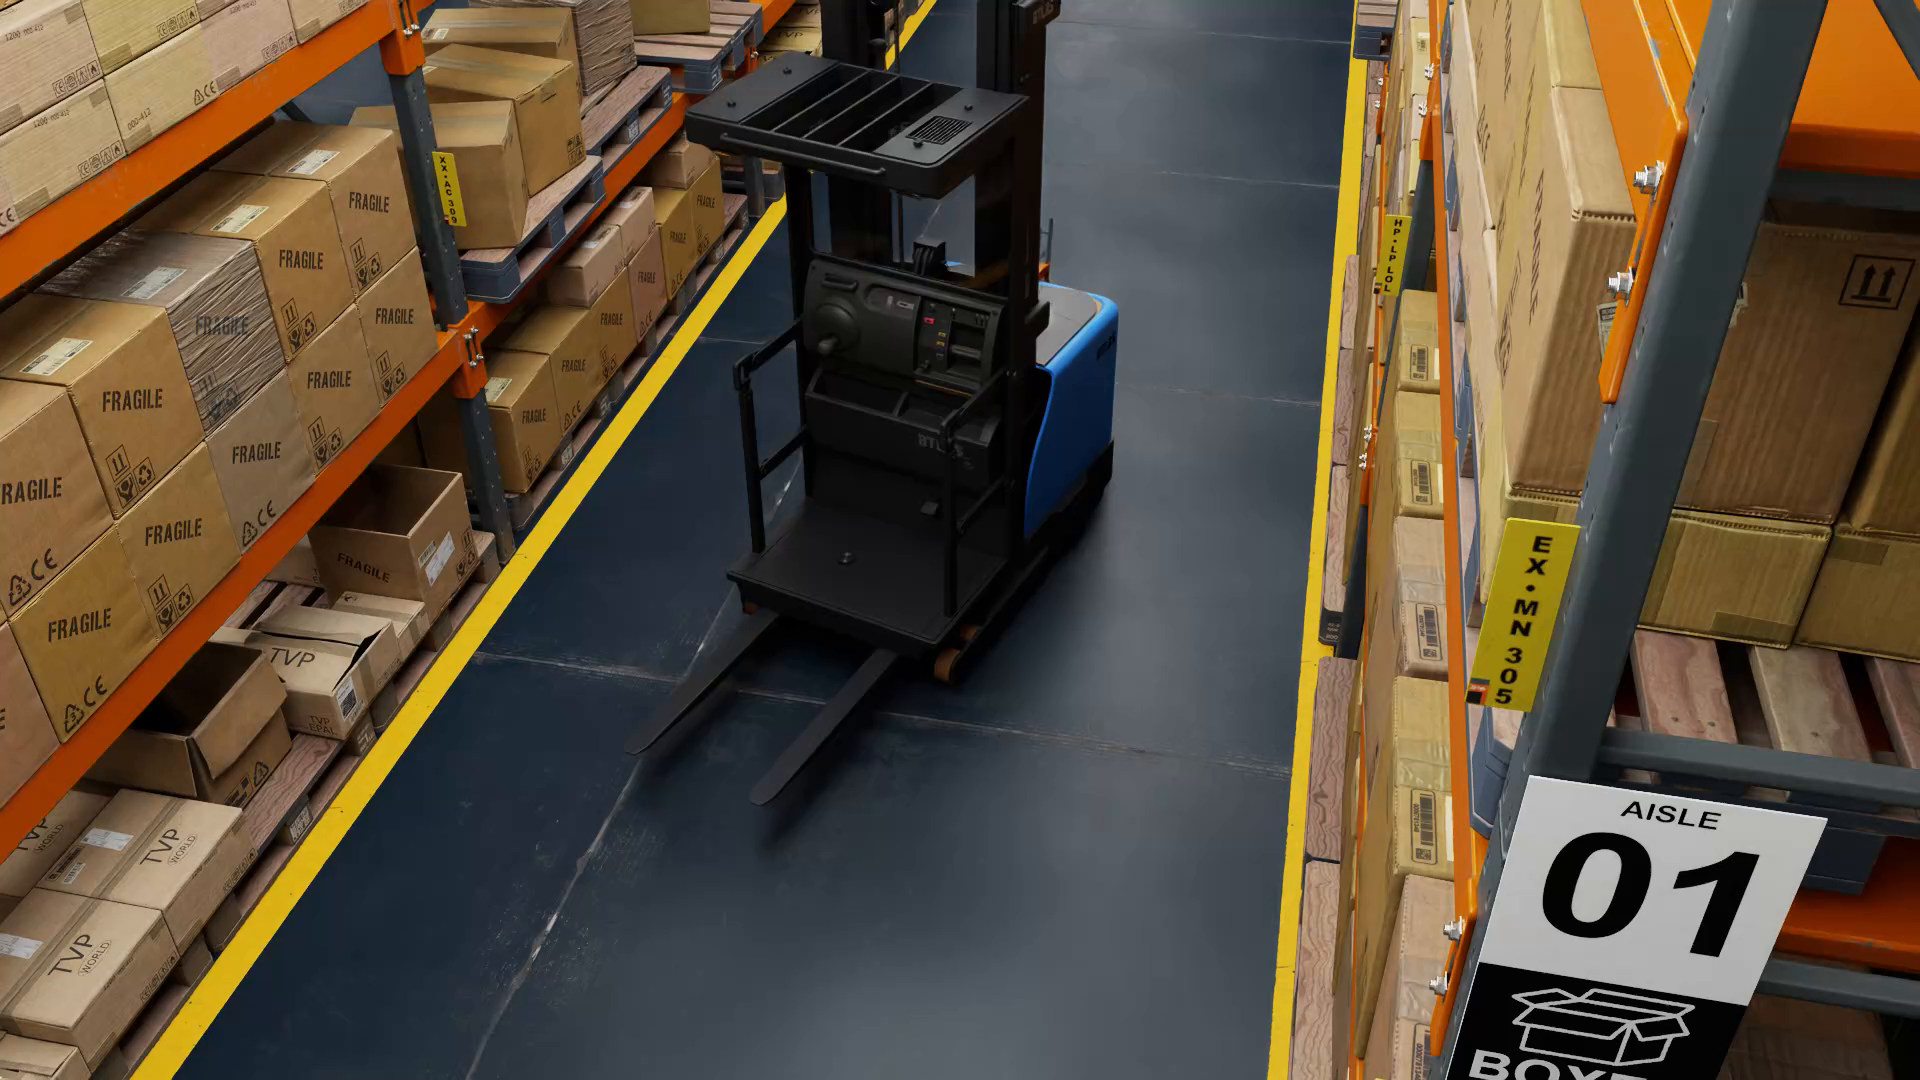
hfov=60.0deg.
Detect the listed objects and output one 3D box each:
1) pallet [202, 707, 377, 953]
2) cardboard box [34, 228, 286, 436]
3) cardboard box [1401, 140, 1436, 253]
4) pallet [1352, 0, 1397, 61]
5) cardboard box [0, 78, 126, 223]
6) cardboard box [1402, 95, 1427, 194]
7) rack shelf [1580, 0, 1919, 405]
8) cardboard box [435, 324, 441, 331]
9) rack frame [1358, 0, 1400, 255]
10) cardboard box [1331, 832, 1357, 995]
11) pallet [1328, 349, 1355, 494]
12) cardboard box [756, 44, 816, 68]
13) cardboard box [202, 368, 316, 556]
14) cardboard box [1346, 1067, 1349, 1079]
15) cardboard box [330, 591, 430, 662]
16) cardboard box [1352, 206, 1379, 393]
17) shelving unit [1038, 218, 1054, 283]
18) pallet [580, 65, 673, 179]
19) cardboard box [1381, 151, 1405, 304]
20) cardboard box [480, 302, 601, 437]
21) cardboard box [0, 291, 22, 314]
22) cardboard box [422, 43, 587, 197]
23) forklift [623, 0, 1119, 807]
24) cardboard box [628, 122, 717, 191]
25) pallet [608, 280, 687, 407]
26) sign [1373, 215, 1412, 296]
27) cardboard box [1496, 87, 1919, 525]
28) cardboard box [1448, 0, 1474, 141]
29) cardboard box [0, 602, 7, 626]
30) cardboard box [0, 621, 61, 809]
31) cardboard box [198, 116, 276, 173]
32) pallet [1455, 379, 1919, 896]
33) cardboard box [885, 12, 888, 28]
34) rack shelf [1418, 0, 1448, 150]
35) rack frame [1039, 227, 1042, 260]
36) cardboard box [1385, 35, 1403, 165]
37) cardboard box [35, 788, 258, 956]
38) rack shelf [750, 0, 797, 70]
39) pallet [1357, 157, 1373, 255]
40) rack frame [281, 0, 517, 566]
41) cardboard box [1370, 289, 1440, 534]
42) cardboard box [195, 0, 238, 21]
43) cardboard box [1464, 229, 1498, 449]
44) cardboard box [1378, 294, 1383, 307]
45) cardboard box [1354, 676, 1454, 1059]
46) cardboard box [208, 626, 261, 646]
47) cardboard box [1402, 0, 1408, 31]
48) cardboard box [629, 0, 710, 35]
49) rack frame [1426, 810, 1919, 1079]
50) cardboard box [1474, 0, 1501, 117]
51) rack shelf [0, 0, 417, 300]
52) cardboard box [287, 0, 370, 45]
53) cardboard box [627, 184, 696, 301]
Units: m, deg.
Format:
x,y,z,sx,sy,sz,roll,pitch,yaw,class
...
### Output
x,y,z,sx,sy,sz,roll,pitch,yaw,class
-3.087,1.038,6.638,1.003,0.211,1.213,7,37,10,pallet
-2.750,-0.726,5.758,0.500,0.500,0.500,8,37,10,cardboard box
2.009,-1.340,6.548,0.500,0.250,0.500,8,37,11,cardboard box
3.062,-3.205,10.279,1.213,0.211,1.003,7,37,10,pallet
-2.852,-1.169,4.878,0.500,0.250,0.500,7,37,10,cardboard box
2.128,-1.632,6.950,0.500,0.250,0.500,8,37,11,cardboard box
1.732,-1.396,3.463,1.077,0.370,4.000,7,37,10,rack shelf
-2.741,-0.953,8.764,0.500,0.500,0.500,7,37,10,cardboard box
3.014,-2.860,9.641,1.000,3.000,0.127,7,37,10,rack frame
1.677,1.272,5.711,0.700,0.500,0.500,8,37,11,cardboard box
2.509,-0.592,8.886,1.003,0.211,1.213,7,37,10,pallet
-1.324,-3.329,11.794,0.500,0.311,0.500,6,36,9,cardboard box
-2.753,-0.317,6.046,0.500,0.500,0.500,8,37,11,cardboard box
1.260,1.648,4.639,0.380,0.149,0.250,8,37,11,cardboard box
-2.547,0.375,7.231,0.380,0.149,0.250,7,37,10,cardboard box
2.535,-1.253,8.897,0.750,0.750,0.750,7,37,10,cardboard box
0.297,-1.098,8.730,0.258,1.200,0.189,13,28,17,shelving unit
-2.237,-2.286,9.012,1.003,0.211,1.213,7,37,10,pallet
2.111,-1.326,7.168,0.500,0.500,0.500,8,37,10,cardboard box
-2.236,-0.906,8.699,0.500,0.500,0.500,8,37,11,cardboard box
-3.386,-0.510,5.460,0.500,0.500,0.500,8,37,11,cardboard box
-2.276,-2.042,8.069,0.700,0.500,0.500,13,38,17,cardboard box
-0.354,-0.850,6.926,1.130,2.935,3.031,17,39,22,forklift
-1.805,-2.350,10.053,0.500,0.250,0.500,9,37,12,cardboard box
-2.285,-1.229,9.767,1.003,0.211,1.213,7,37,10,pallet
1.627,-1.066,6.246,0.100,0.325,0.005,7,37,10,sign
1.195,-0.396,2.730,0.500,0.500,0.500,7,37,10,cardboard box
1.632,-1.278,4.586,0.500,0.250,0.500,7,36,9,cardboard box
-3.078,0.140,4.564,0.500,0.500,0.500,8,37,10,cardboard box
-3.078,0.549,4.851,0.500,0.500,0.500,7,37,10,cardboard box
-3.056,-1.396,6.684,0.500,0.500,0.500,8,37,11,cardboard box
1.453,0.121,3.047,1.003,0.211,1.213,7,37,10,pallet
-0.887,-4.265,13.564,0.500,0.250,0.500,7,36,9,cardboard box
2.587,-2.637,7.389,1.077,0.370,4.000,7,37,10,rack shelf
0.264,-1.061,8.653,0.240,1.200,0.006,13,28,17,rack frame
2.432,-2.200,8.373,0.500,0.500,0.500,7,37,10,cardboard box
-2.928,1.193,6.016,0.500,0.250,0.500,7,37,10,cardboard box
-1.399,-4.335,12.288,1.077,0.370,4.000,7,37,10,rack shelf
3.182,-2.179,11.077,1.003,0.211,1.213,7,37,10,pallet
-2.681,-1.186,7.330,1.000,3.000,0.127,7,37,10,rack frame
2.028,-0.380,5.962,0.980,0.700,0.700,8,37,11,cardboard box
-2.629,-1.943,5.521,0.500,0.250,0.500,7,37,10,cardboard box
1.312,-0.390,3.361,0.500,0.250,0.500,6,36,8,cardboard box
2.084,-1.152,7.481,0.380,0.149,0.250,7,37,10,cardboard box
1.549,0.892,4.207,0.980,0.700,0.700,7,37,10,cardboard box
-3.157,0.494,7.052,0.380,0.166,0.250,7,37,10,cardboard box
2.551,-2.797,8.558,0.500,0.250,0.500,7,36,9,cardboard box
-1.851,-3.315,9.824,0.700,0.500,0.500,-4,36,-6,cardboard box
1.305,1.726,3.313,1.000,3.000,0.127,7,37,10,rack frame
1.529,-1.282,3.953,0.500,0.500,0.500,8,37,10,cardboard box
-3.108,-0.963,5.079,1.077,0.370,4.000,7,37,10,rack shelf
-2.525,-2.028,6.063,0.500,0.250,0.500,7,37,10,cardboard box
-1.908,-1.783,9.909,0.500,0.500,0.500,6,36,8,cardboard box
